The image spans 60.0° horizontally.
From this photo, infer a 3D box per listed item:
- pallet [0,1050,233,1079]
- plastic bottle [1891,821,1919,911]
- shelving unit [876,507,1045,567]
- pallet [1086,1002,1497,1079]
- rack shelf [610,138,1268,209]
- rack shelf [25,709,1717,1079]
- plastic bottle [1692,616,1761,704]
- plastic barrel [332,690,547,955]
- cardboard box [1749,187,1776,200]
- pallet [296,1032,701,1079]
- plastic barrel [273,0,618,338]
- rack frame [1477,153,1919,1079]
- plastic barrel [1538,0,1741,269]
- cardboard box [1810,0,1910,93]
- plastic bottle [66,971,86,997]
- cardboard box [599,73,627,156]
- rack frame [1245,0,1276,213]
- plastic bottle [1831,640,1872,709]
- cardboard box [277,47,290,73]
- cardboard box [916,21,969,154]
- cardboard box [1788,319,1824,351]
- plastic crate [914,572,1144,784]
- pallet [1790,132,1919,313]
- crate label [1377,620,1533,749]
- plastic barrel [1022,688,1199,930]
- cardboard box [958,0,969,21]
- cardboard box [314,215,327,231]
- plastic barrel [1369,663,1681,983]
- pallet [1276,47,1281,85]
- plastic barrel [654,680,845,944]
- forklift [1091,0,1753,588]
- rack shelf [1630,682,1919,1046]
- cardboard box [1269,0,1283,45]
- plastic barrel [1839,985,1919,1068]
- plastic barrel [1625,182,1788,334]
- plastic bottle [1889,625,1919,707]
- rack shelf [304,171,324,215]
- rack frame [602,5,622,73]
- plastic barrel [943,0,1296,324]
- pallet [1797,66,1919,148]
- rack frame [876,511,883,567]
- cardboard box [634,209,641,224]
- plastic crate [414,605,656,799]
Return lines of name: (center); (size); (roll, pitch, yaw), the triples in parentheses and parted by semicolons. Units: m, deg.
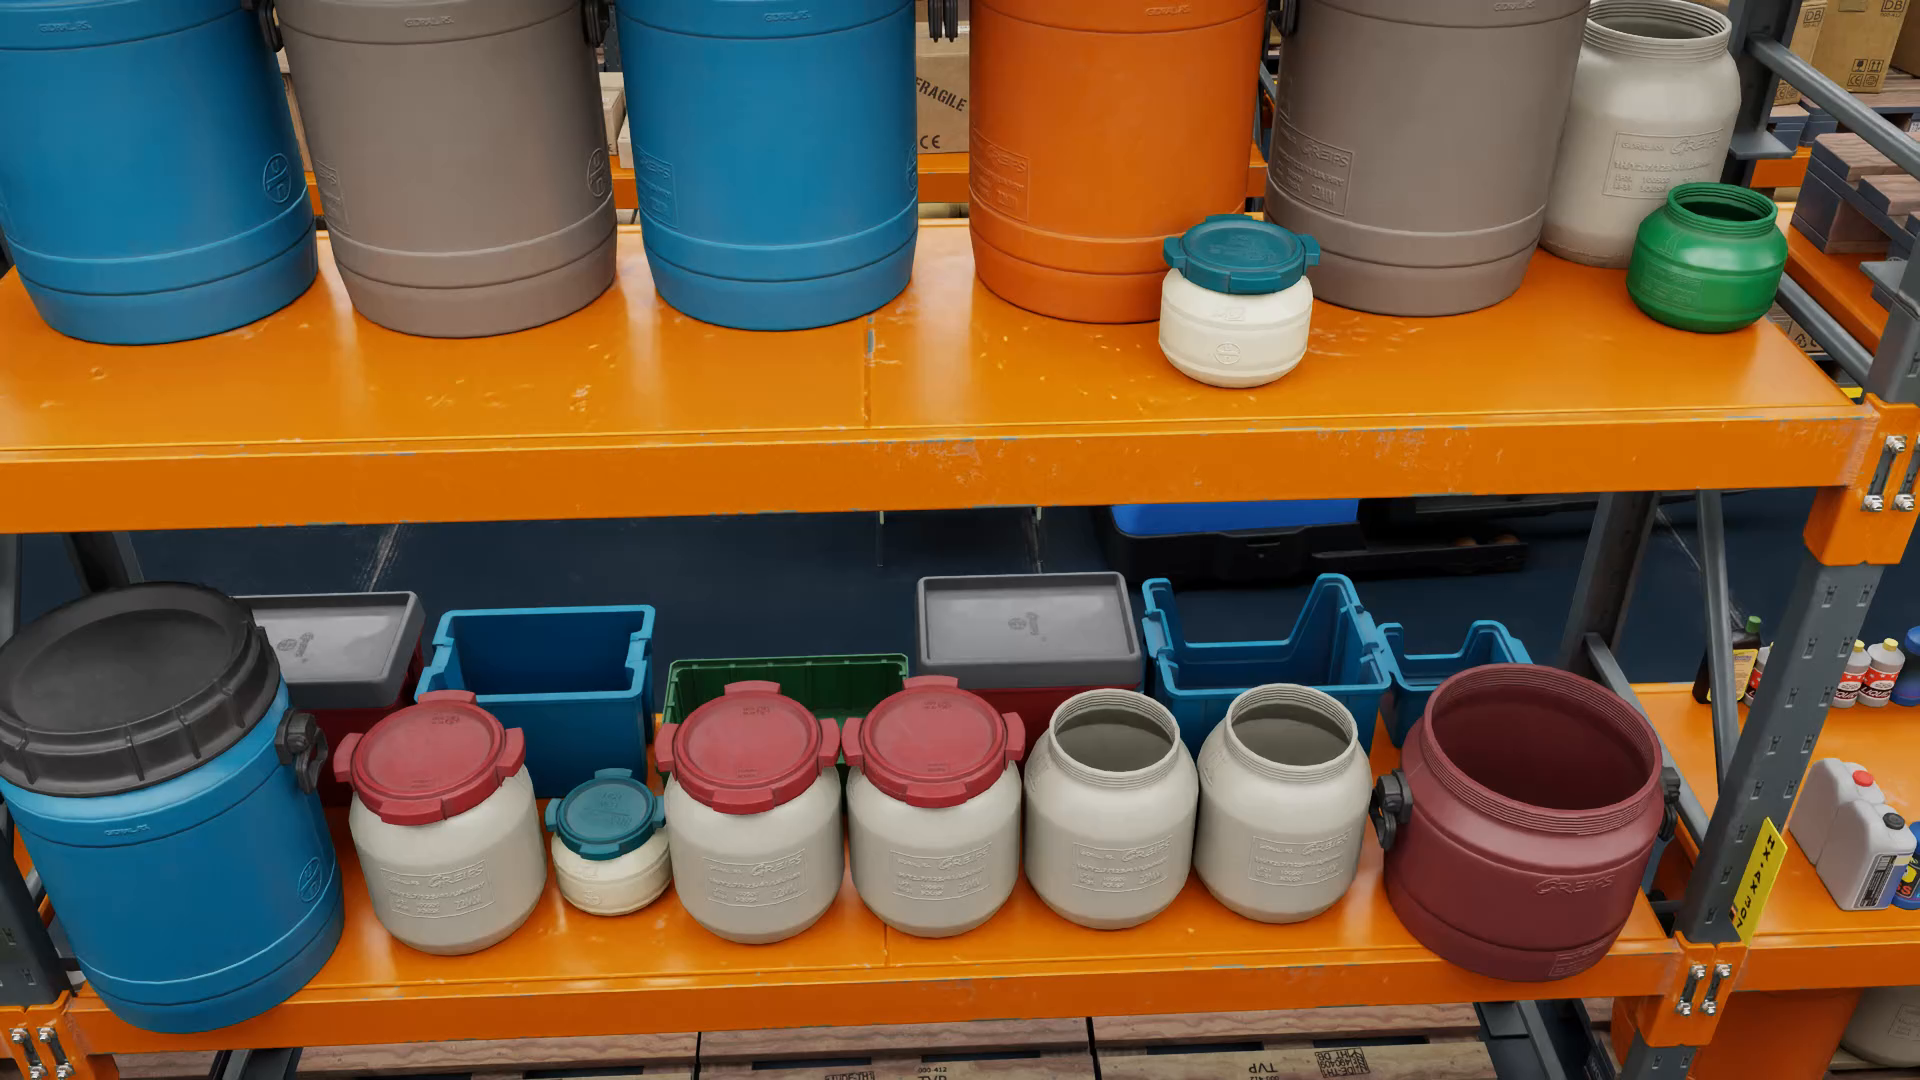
pallet: (-2.866, 1.793, 4.973); (1.213, 0.211, 1.003); (-2, 35, -2)
plastic bottle: (2.367, 0.782, 4.097); (0.097, 0.271, 0.097); (0, 35, 0)
shelving unit: (-0.007, -0.617, 7.323); (0.755, 1.500, 0.431); (-2, 35, -2)
pallet: (1.026, 1.690, 5.122); (1.213, 0.211, 1.003); (-2, 35, -2)
rack shelf: (-0.426, -1.921, 8.523); (4.000, 0.370, 1.077); (-2, 35, -2)
rack shelf: (-0.196, 0.894, 4.454); (4.000, 0.370, 1.077); (-2, 35, -2)
plastic bottle: (2.186, 0.339, 4.726); (0.133, 0.283, 0.061); (-2, 35, -2)
plastic barrel: (-1.227, 0.695, 3.990); (0.433, 0.535, 0.433); (0, 35, 0)
cardboard box: (4.073, -1.939, 9.067); (0.500, 0.250, 0.500); (-1, 35, -2)
pallet: (-1.411, 1.756, 5.027); (1.213, 0.211, 1.003); (-2, 35, -2)
plastic barrel: (-1.042, -0.942, 3.399); (0.600, 0.901, 0.600); (0, 35, 0)
rack frame: (1.802, 0.545, 4.327); (0.127, 3.000, 1.000); (-2, 35, -2)
plastic barrel: (1.477, -0.901, 3.681); (0.421, 0.512, 0.421); (0, 35, 0)
cardboard box: (4.399, -2.652, 8.490); (0.500, 0.500, 0.700); (4, 35, 5)
plastic bottle: (-2.736, 1.387, 5.182); (0.097, 0.201, 0.097); (0, 35, 0)
cardboard box: (-1.934, -2.140, 8.338); (0.500, 0.250, 0.500); (1, 35, 1)
rack frame: (1.571, -2.271, 8.396); (0.127, 3.000, 1.000); (-2, 35, -2)
plastic bottle: (2.533, 0.374, 4.748); (0.097, 0.201, 0.097); (0, 35, 0)
cardboard box: (-3.194, -2.328, 7.820); (0.250, 0.149, 0.380); (-3, 35, -4)
cardboard box: (-0.104, -2.258, 8.289); (0.500, 0.500, 0.500); (-3, 35, -5)
cardboard box: (4.593, -1.347, 8.871); (0.500, 0.500, 0.500); (-1, 35, -2)
plastic crate: (0.173, 0.388, 4.497); (0.583, 0.464, 0.402); (-2, 35, -2)
pallet: (2.571, -0.576, 3.477); (1.213, 0.211, 1.003); (-2, 35, -2)
crate label: (1.364, 0.412, 4.666); (0.416, 0.233, 0.303); (-2, 35, -2)
plastic barrel: (0.364, 0.659, 4.063); (0.421, 0.512, 0.421); (0, 35, 0)
cardboard box: (0.096, -4.243, 13.055); (0.500, 0.500, 0.700); (-2, 35, -2)
cardboard box: (-3.377, -1.370, 8.482); (0.500, 0.500, 0.500); (-2, 35, -2)
plastic barrel: (1.353, 0.673, 4.022); (0.708, 0.536, 0.600); (-2, 35, -2)
pallet: (2.245, -2.250, 8.534); (1.003, 0.211, 1.213); (-2, 35, -2)
plastic barrel: (-0.495, 0.676, 4.018); (0.433, 0.535, 0.433); (0, 35, 0)
forklift: (2.133, -1.347, 7.121); (3.031, 2.935, 1.130); (-4, 35, -5)
rack shelf: (3.800, 0.787, 4.610); (4.000, 0.370, 1.077); (-2, 35, -2)
cardboard box: (2.074, -4.321, 12.878); (0.750, 0.750, 0.750); (-2, 35, -3)
plastic barrel: (2.850, 1.306, 5.044); (0.421, 0.512, 0.421); (0, 35, 0)
plastic barrel: (1.558, -0.589, 3.466); (0.294, 0.245, 0.294); (0, 35, 0)
plastic bottle: (2.727, 0.340, 4.736); (0.097, 0.271, 0.097); (0, 35, 0)
rack shelf: (-4.422, -1.814, 8.367); (4.000, 0.370, 1.077); (-2, 35, -2)
rack frame: (-2.662, -4.979, 12.309); (0.127, 3.000, 1.000); (-2, 35, -2)
plastic barrel: (0.318, -0.949, 3.472); (0.708, 0.830, 0.600); (-2, 35, -2)
pallet: (4.763, -2.340, 8.665); (1.213, 0.211, 1.003); (-2, 35, -2)
rack frame: (-0.372, -0.607, 7.309); (0.023, 1.500, 0.400); (-2, 35, -2)
cardboard box: (-1.514, -1.627, 9.020); (0.500, 0.311, 0.500); (-1, 35, -1)
plastic crate: (-1.106, 0.452, 4.474); (0.575, 0.384, 0.392); (-2, 35, -2)
